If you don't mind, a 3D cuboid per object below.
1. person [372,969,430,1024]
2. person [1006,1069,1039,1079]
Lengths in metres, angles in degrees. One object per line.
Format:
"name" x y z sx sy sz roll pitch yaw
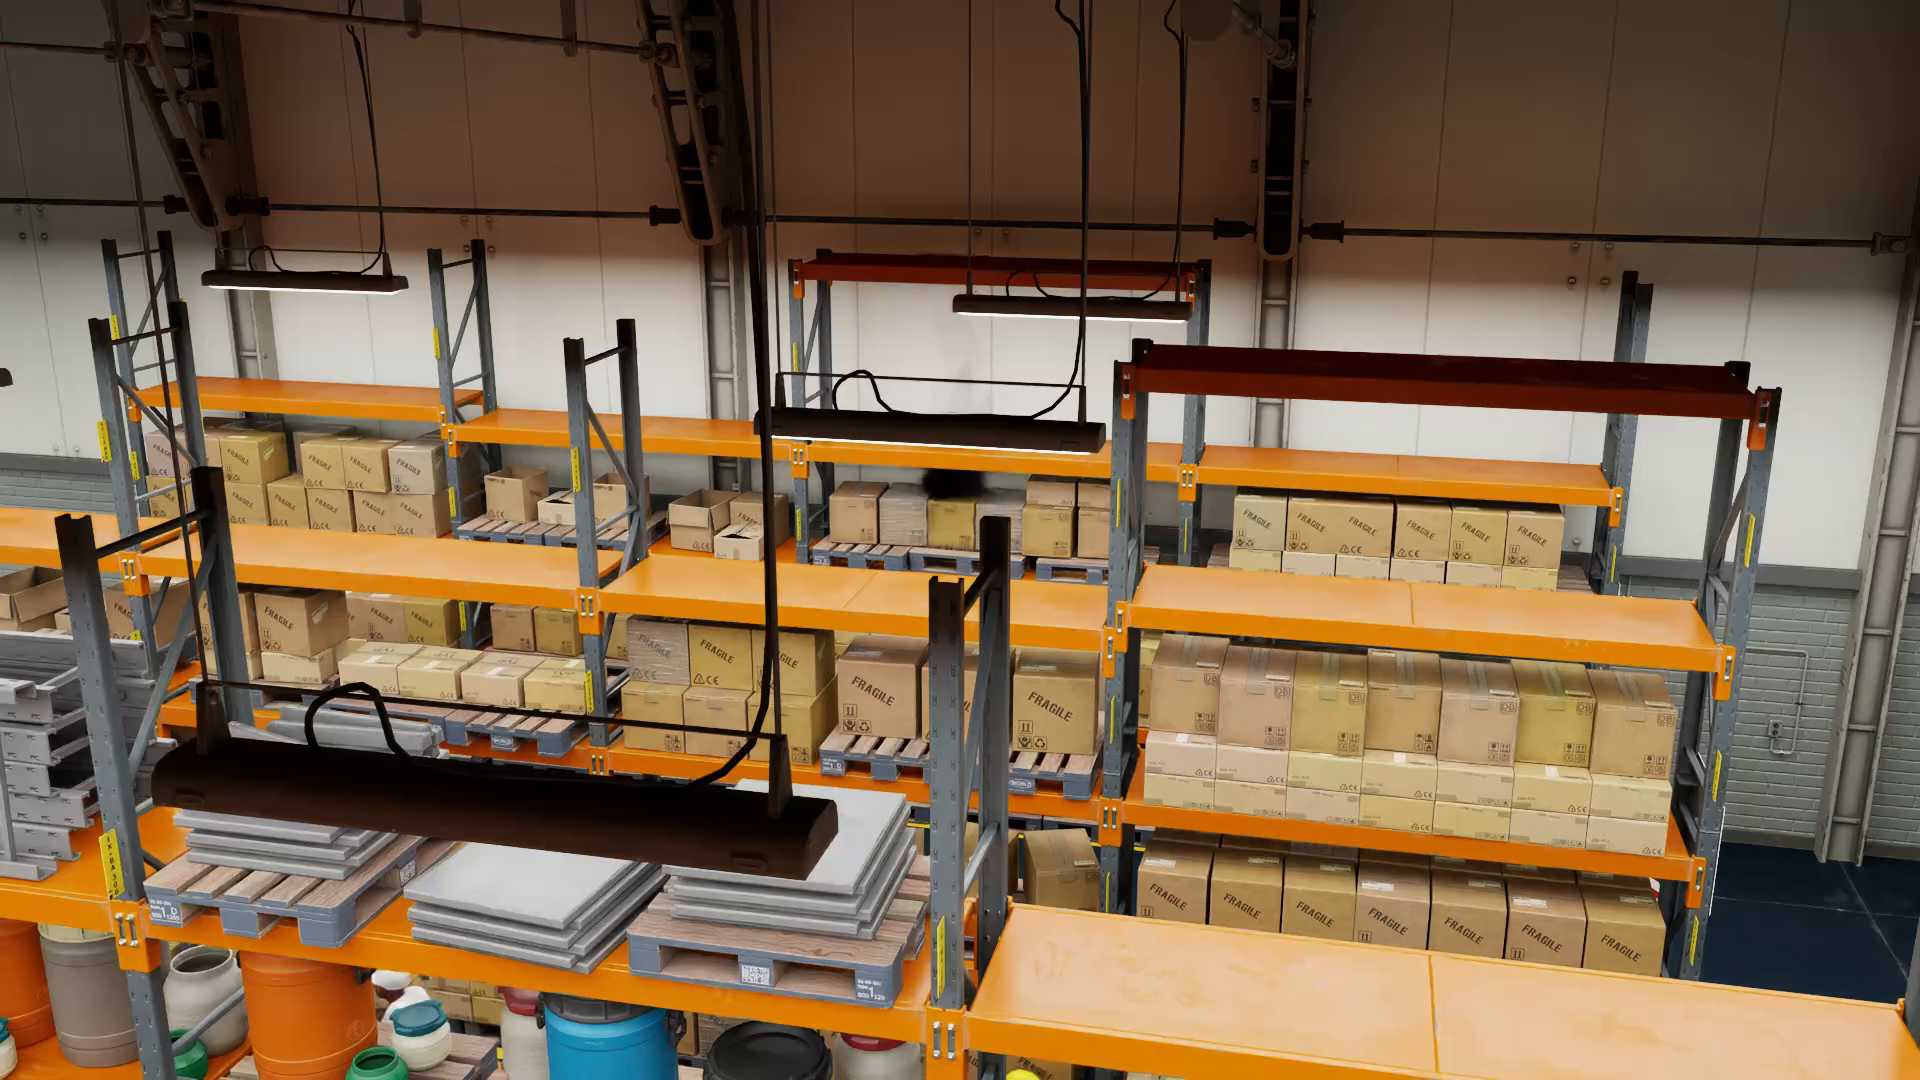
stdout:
"person" -3.976 3.864 12.025 0.801 1.744 0.734 2 16 6
"person" 0.368 4.231 10.840 0.897 1.736 0.713 2 16 6
